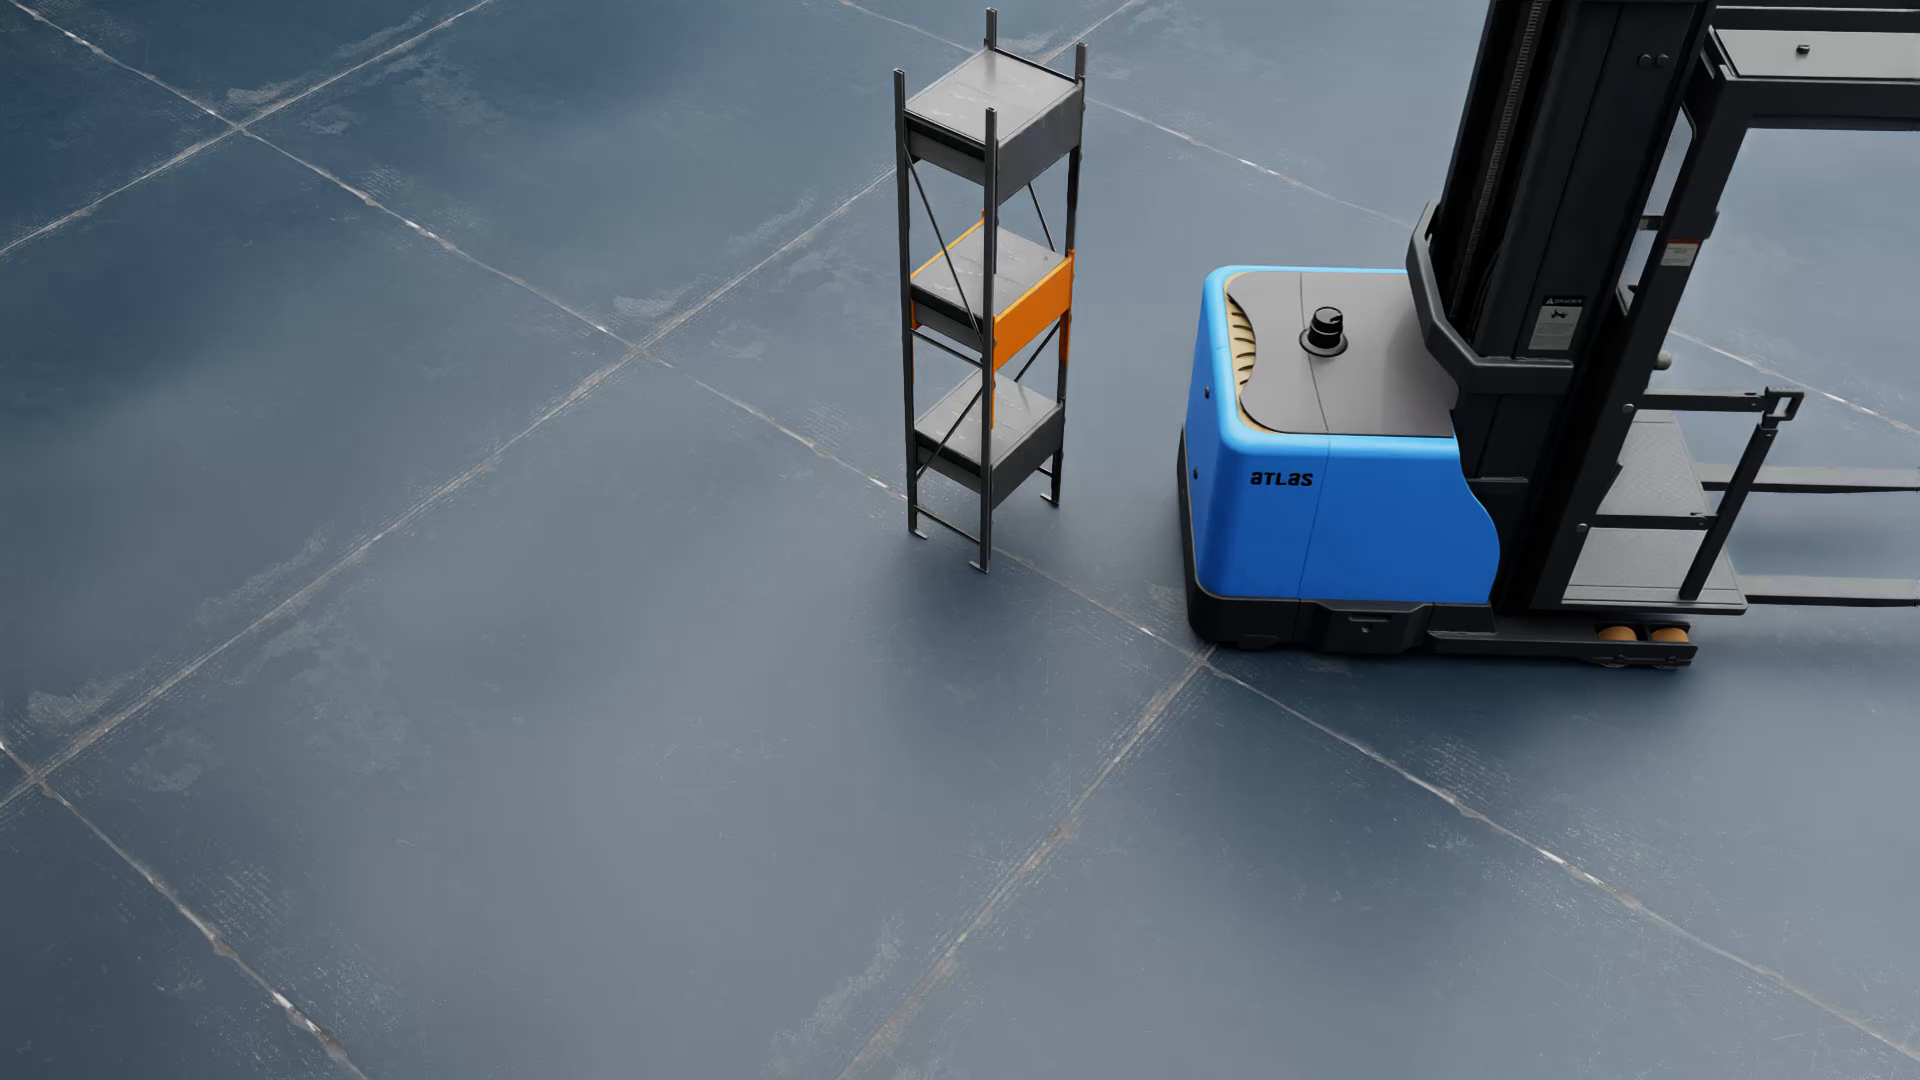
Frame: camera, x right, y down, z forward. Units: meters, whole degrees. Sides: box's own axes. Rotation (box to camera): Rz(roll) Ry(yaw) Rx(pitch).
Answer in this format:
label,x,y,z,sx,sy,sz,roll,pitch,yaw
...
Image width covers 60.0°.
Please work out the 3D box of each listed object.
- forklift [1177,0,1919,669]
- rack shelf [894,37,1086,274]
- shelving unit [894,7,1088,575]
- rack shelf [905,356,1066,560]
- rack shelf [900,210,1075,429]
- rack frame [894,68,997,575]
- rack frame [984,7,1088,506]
label,x,y,z,sx,sy,sz,roll,pitch,yaw
forklift,2.402,-0.921,5.602,3.031,2.935,1.130,2,46,1
rack shelf,0.101,-1.294,5.585,0.431,0.518,0.480,29,53,25
shelving unit,0.101,-0.820,6.081,0.431,2.100,0.503,29,53,25
rack shelf,0.101,-0.327,6.597,0.431,0.518,0.480,29,53,25
rack shelf,0.101,-0.811,6.091,0.431,0.518,0.480,29,53,25
rack frame,-0.048,-0.680,5.948,0.400,2.100,0.015,29,53,25
rack frame,0.250,-0.960,6.215,0.400,2.100,0.015,29,53,25
